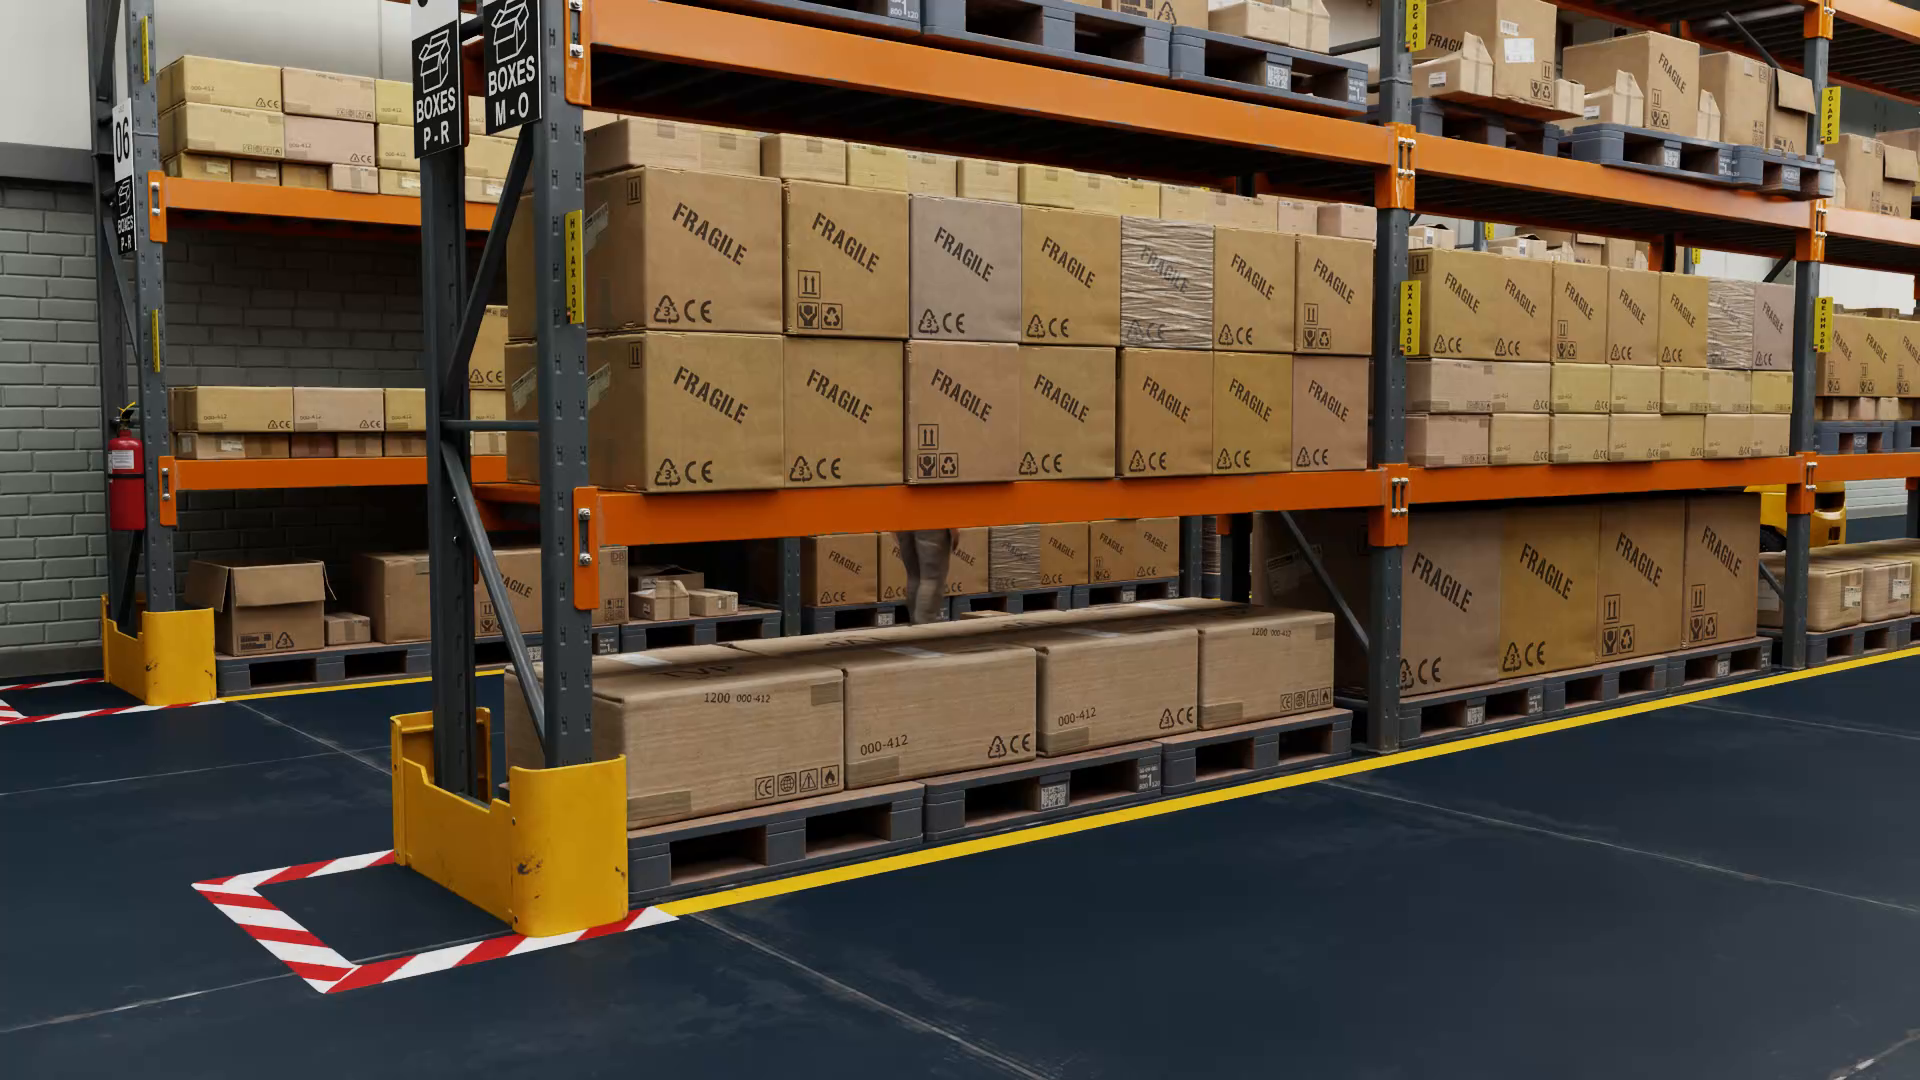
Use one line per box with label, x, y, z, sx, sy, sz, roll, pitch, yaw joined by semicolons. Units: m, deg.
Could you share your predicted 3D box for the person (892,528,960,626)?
person;-0.138;-0.122;10.631;0.545;1.724;0.606;4;6;45
